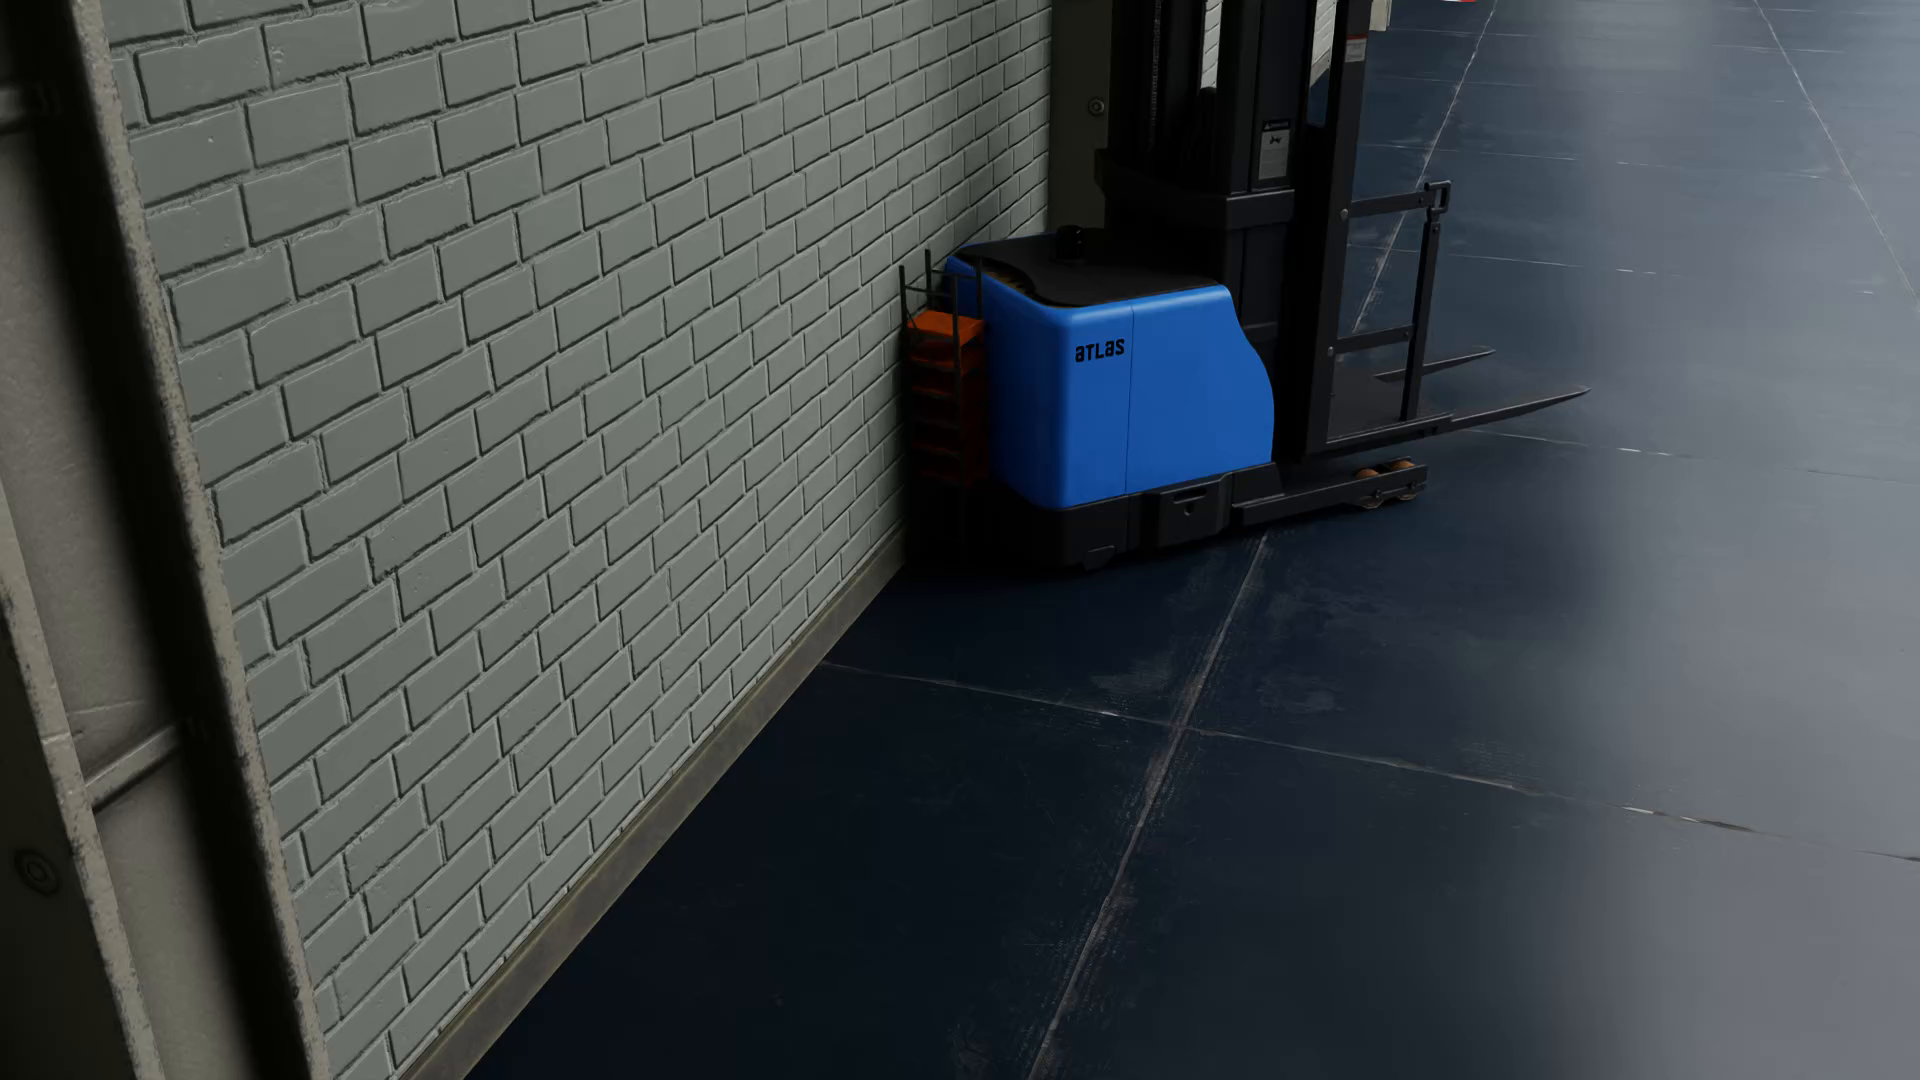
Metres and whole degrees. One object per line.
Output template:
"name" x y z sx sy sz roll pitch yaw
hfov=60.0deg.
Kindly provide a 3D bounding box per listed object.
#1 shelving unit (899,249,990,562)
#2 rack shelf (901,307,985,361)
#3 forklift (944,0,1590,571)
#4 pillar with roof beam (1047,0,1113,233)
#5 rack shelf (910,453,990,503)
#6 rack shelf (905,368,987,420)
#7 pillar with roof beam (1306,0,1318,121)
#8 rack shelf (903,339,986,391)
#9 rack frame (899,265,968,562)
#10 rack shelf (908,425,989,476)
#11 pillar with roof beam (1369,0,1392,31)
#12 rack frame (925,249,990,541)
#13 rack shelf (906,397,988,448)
"shelving unit" -0.051 -0.500 6.389 0.258 1.200 0.189 15 34 27
"rack shelf" -0.062 -0.773 6.230 0.258 0.103 0.180 15 34 27
"forklift" 1.416 -1.640 6.773 3.031 2.935 1.130 -13 29 -25
"pillar with roof beam" 4.676 -4.215 5.129 9.100 9.000 0.400 9 27 17
"rack shelf" -0.040 -0.255 6.532 0.258 0.103 0.180 15 34 27
"rack shelf" -0.053 -0.566 6.351 0.258 0.103 0.180 15 34 27
"pillar with roof beam" 6.673 -6.680 10.221 9.100 9.000 0.400 9 27 17
"rack shelf" -0.058 -0.669 6.291 0.258 0.103 0.180 15 34 27
"rack frame" -0.096 -0.459 6.322 0.240 1.200 0.006 15 34 27
"rack shelf" -0.045 -0.359 6.472 0.258 0.103 0.180 15 34 27
"pillar with roof beam" 8.669 -9.146 15.314 9.100 9.000 0.400 9 27 17
"rack frame" -0.005 -0.542 6.457 0.240 1.200 0.006 15 34 27
"rack shelf" -0.049 -0.462 6.411 0.258 0.103 0.180 15 34 27
